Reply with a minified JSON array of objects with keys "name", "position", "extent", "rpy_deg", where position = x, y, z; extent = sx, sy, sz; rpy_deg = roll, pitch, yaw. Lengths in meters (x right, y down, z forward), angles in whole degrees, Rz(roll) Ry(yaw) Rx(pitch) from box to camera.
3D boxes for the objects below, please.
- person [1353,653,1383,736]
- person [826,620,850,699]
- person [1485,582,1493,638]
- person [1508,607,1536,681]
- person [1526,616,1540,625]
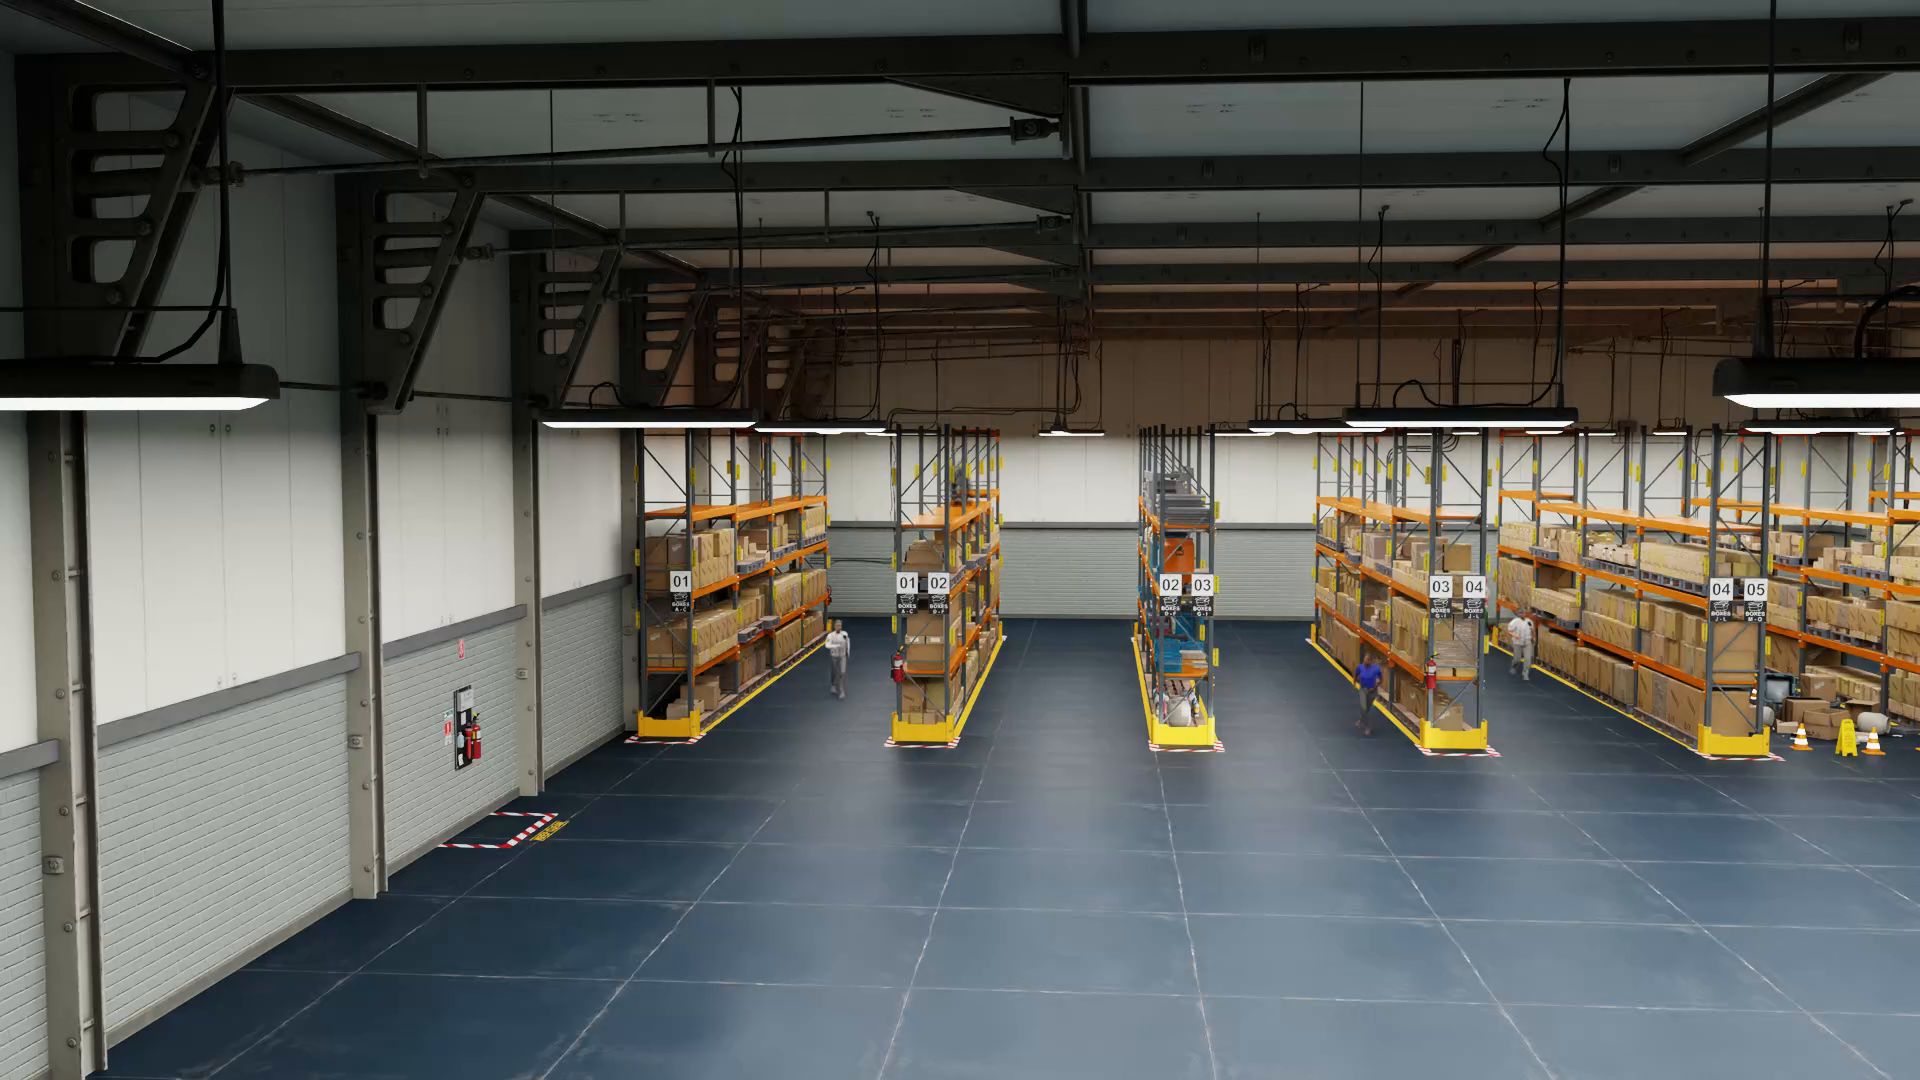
[{"name":"person","position":[7.968,2.977,32.466],"extent":[0.580,1.626,0.812],"rpy_deg":[1,4,16]},{"name":"person","position":[-2.714,2.612,36.924],"extent":[0.589,1.720,0.883],"rpy_deg":[-1,4,-14]},{"name":"person","position":[14.732,1.935,47.147],"extent":[0.971,1.763,0.664],"rpy_deg":[-2,4,-30]},{"name":"person","position":[13.366,2.444,39.522],"extent":[0.674,1.740,0.782],"rpy_deg":[0,3,2]},{"name":"person","position":[16.106,1.996,47.173],"extent":[0.920,1.717,0.727],"rpy_deg":[3,5,40]}]
